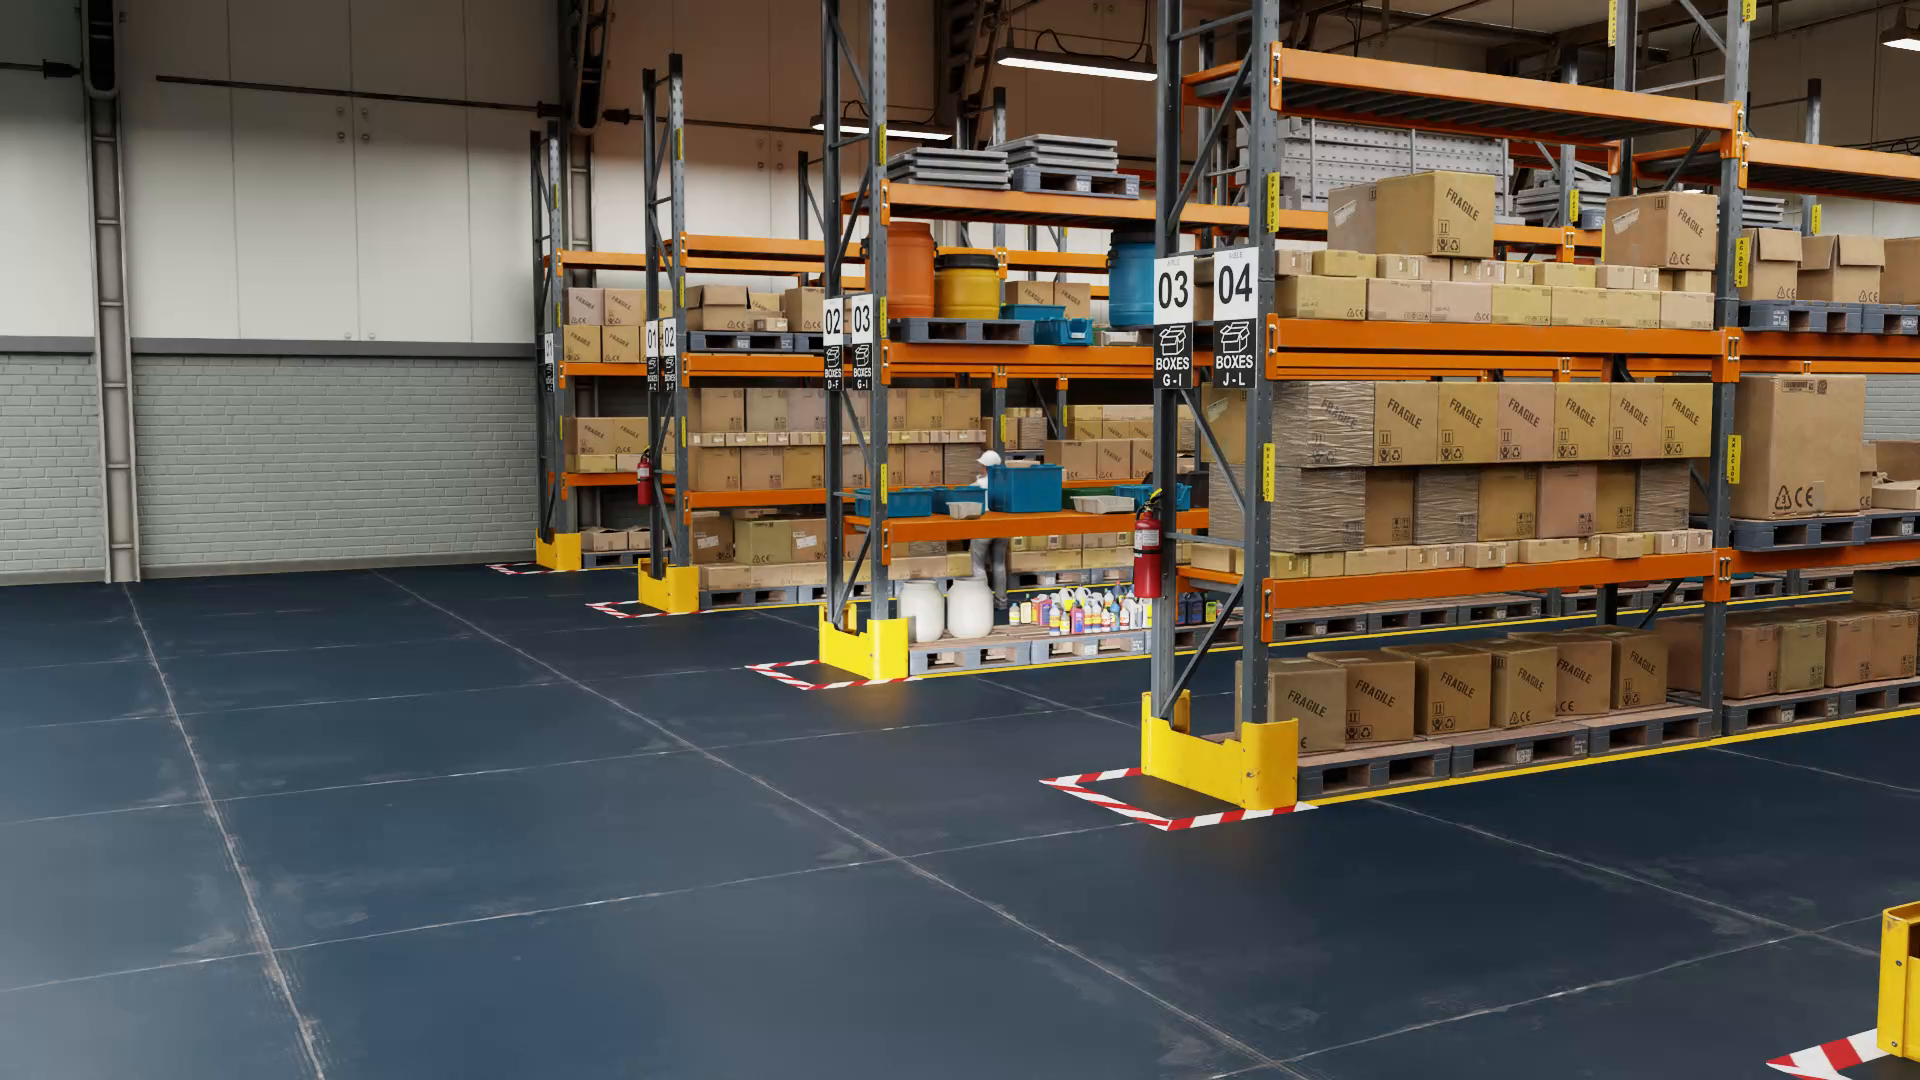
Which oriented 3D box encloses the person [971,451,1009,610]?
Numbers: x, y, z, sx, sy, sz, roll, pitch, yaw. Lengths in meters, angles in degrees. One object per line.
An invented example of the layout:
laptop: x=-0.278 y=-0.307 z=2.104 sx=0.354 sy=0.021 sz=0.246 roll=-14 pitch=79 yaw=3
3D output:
person: x=0.268 y=-0.111 z=18.410 sx=0.494 sy=1.764 sz=0.556 roll=-3 pitch=6 yaw=-28
